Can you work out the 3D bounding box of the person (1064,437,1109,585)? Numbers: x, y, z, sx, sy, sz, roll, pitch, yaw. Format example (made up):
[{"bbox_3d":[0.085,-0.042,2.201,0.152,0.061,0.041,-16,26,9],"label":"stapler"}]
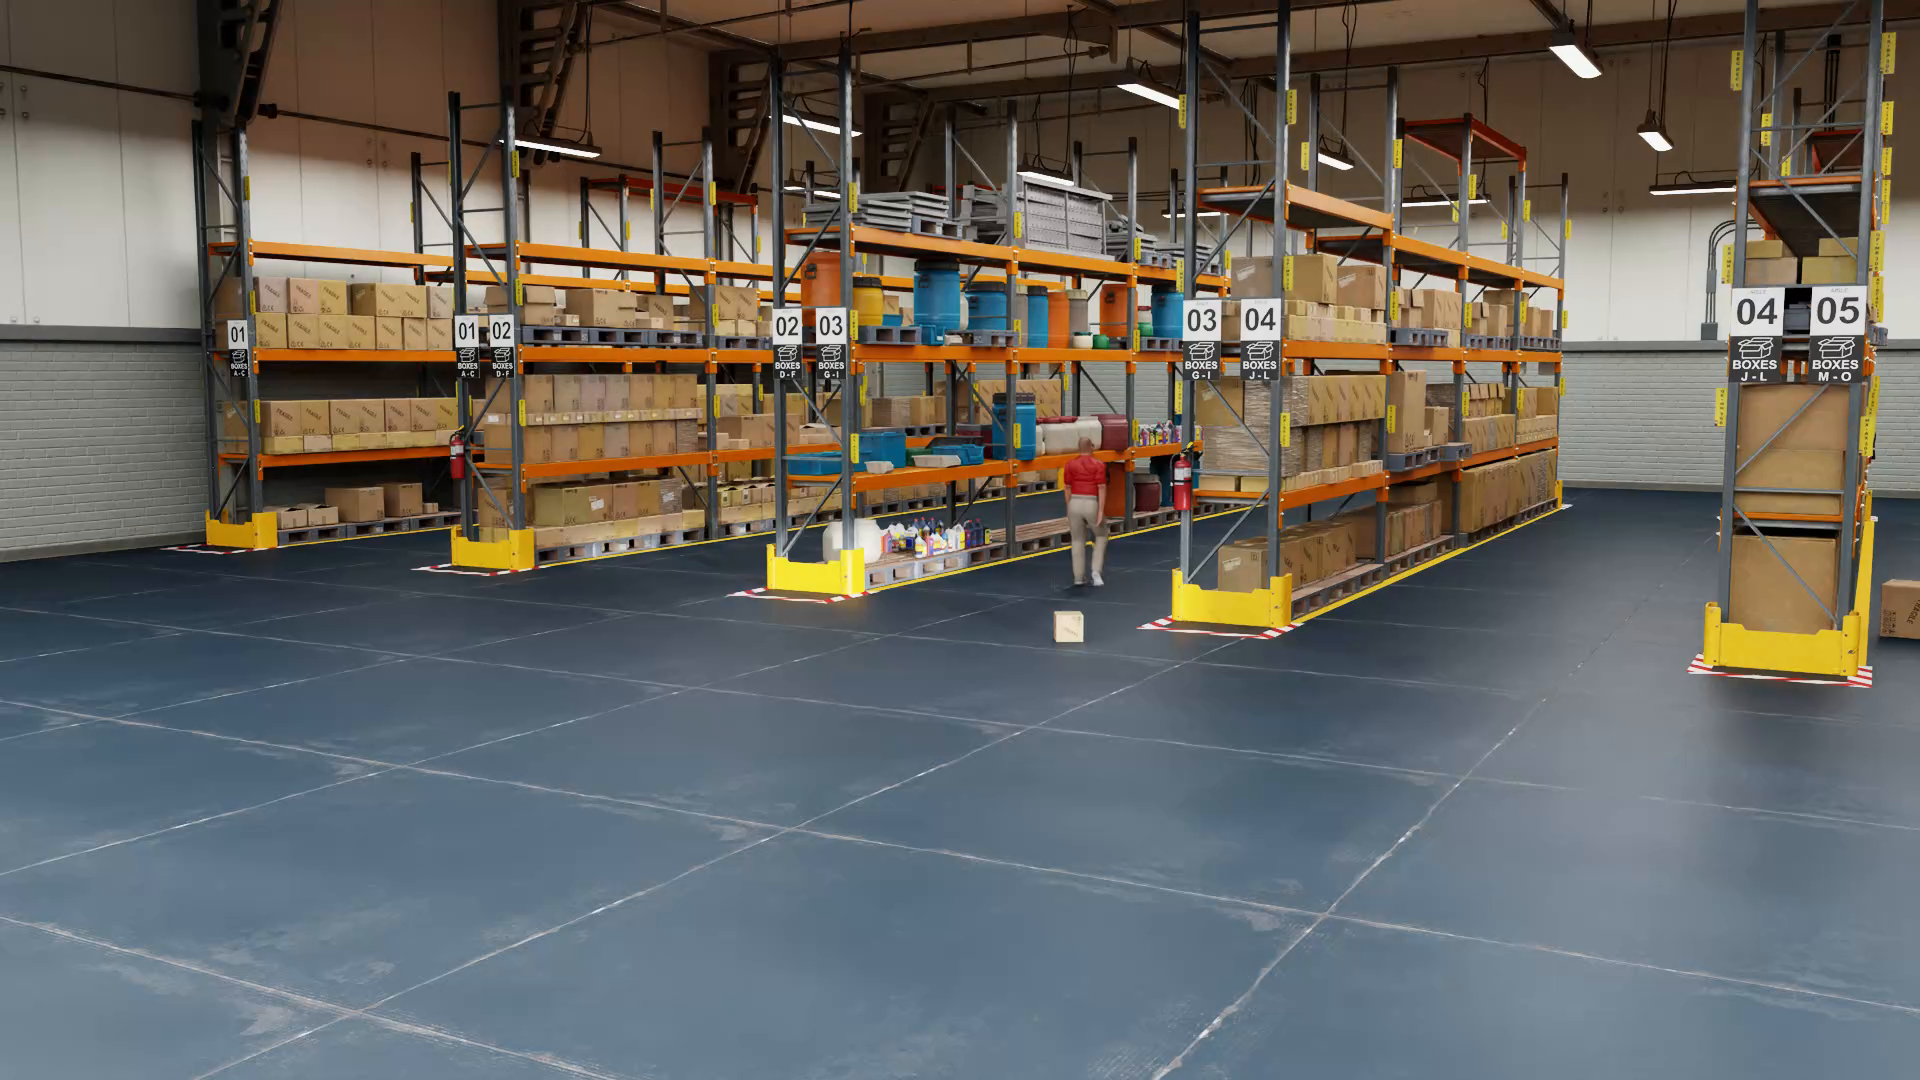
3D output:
[{"bbox_3d":[1.476,-0.309,19.374,0.527,1.786,0.506,2,6,16],"label":"person"}]
